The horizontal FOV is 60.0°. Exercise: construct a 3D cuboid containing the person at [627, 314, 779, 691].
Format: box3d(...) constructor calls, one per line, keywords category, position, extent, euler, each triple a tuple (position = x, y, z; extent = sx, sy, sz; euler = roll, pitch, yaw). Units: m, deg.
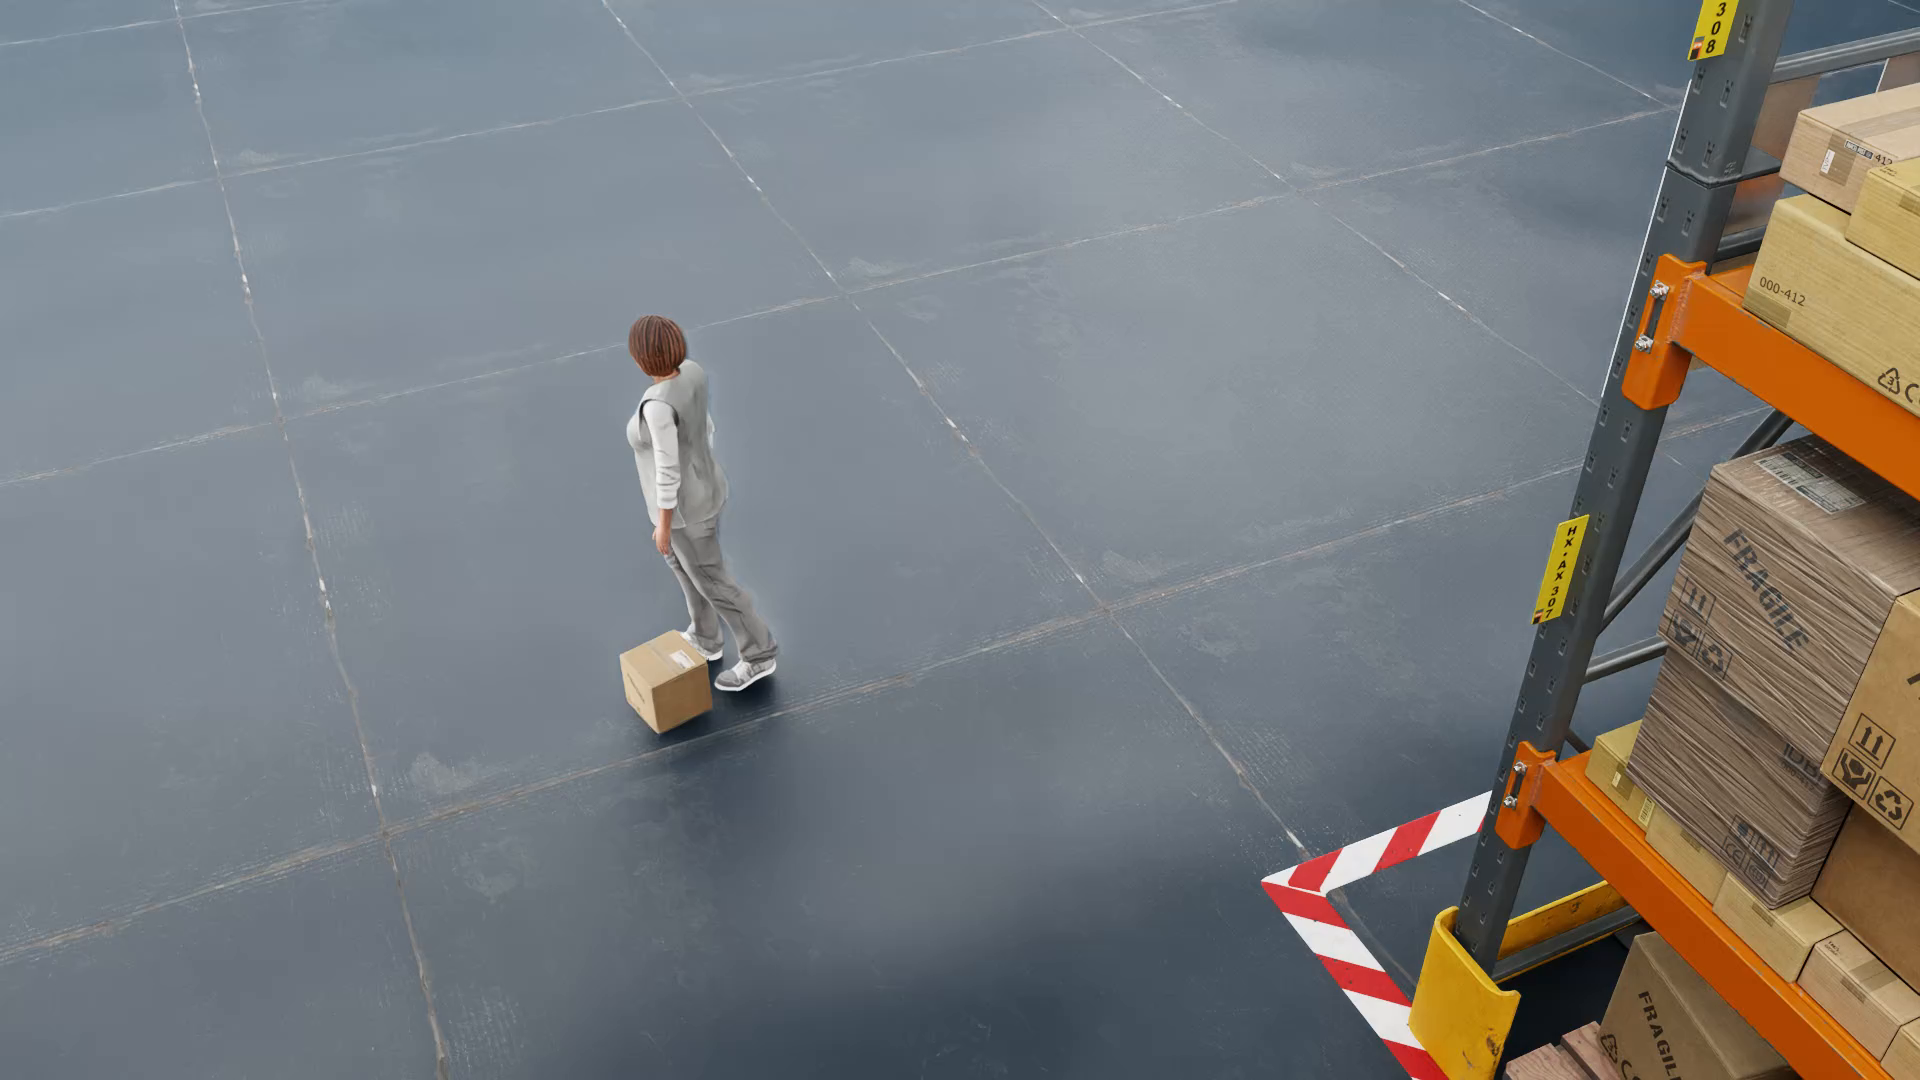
box3d(category="person", position=(-0.981, -0.127, 6.337), extent=(0.518, 1.573, 0.443), euler=(5, 38, 6))
